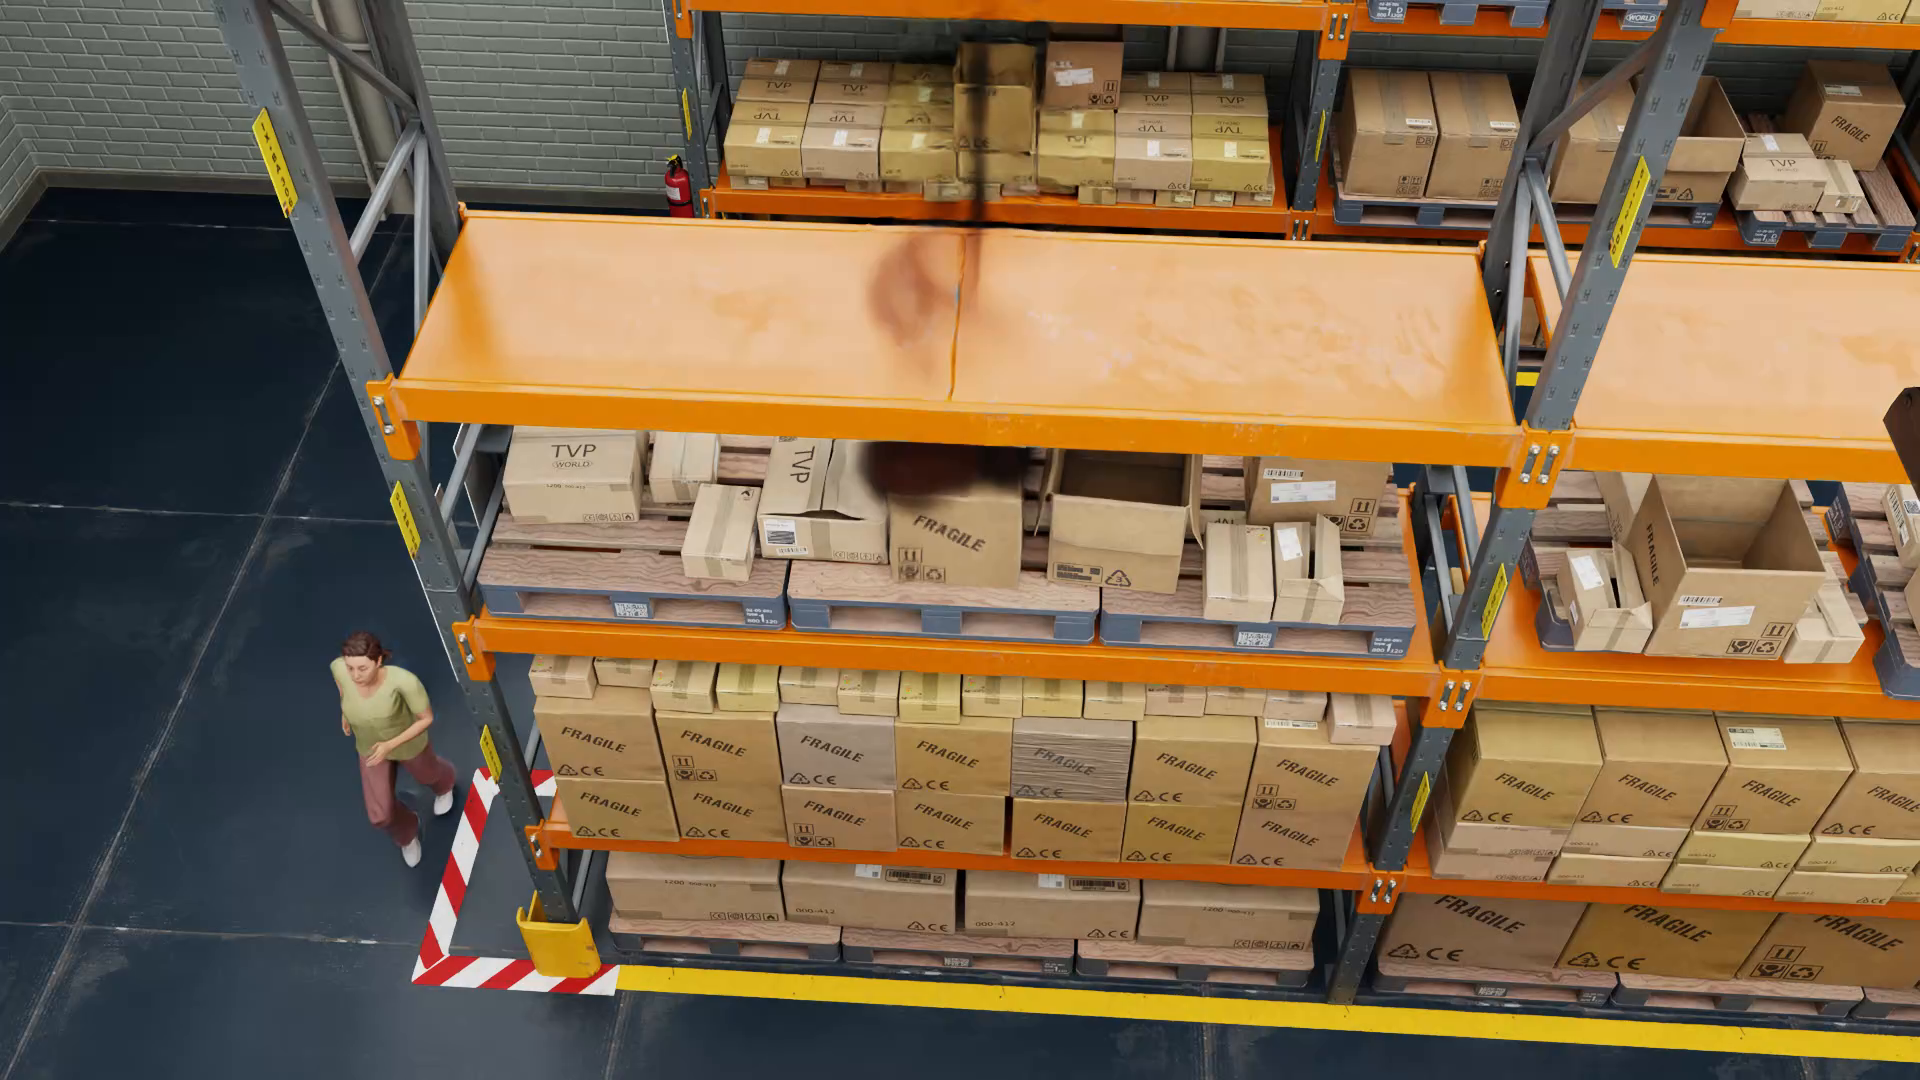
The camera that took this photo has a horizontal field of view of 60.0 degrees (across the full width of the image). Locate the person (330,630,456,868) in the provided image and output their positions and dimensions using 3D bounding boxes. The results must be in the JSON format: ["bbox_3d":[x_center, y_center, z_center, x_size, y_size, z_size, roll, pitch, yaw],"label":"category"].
[{"bbox_3d":[-2.934,1.064,8.657,0.545,1.711,0.711,-2,48,-2],"label":"person"}]
